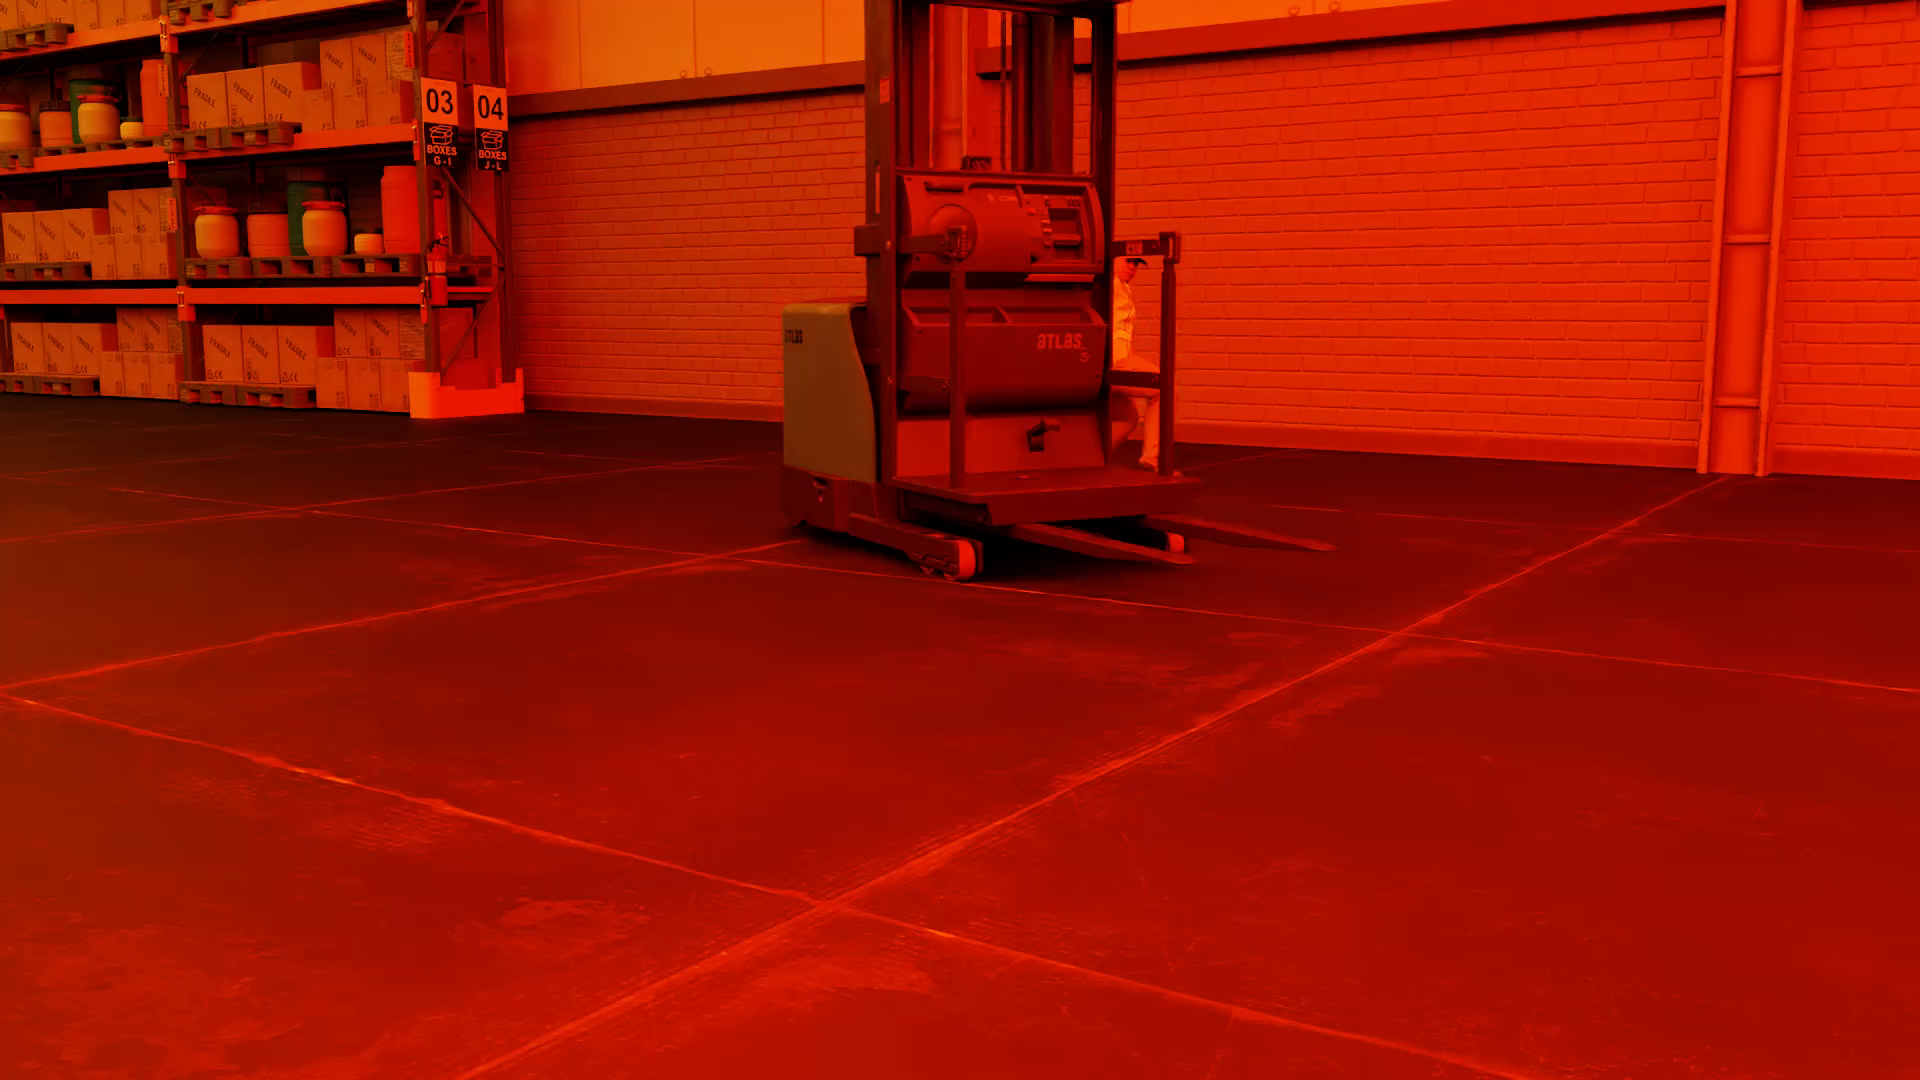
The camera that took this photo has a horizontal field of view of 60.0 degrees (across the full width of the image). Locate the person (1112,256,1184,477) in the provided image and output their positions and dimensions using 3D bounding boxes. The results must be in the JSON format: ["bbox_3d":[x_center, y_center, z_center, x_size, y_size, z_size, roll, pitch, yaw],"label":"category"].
[{"bbox_3d":[0.980,-1.034,9.827,0.718,1.463,0.708,-2,8,-17],"label":"person"}]

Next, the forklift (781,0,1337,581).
[{"bbox_3d":[0.295,-1.362,6.771,1.130,2.935,3.031,-4,9,-28],"label":"forklift"}]
